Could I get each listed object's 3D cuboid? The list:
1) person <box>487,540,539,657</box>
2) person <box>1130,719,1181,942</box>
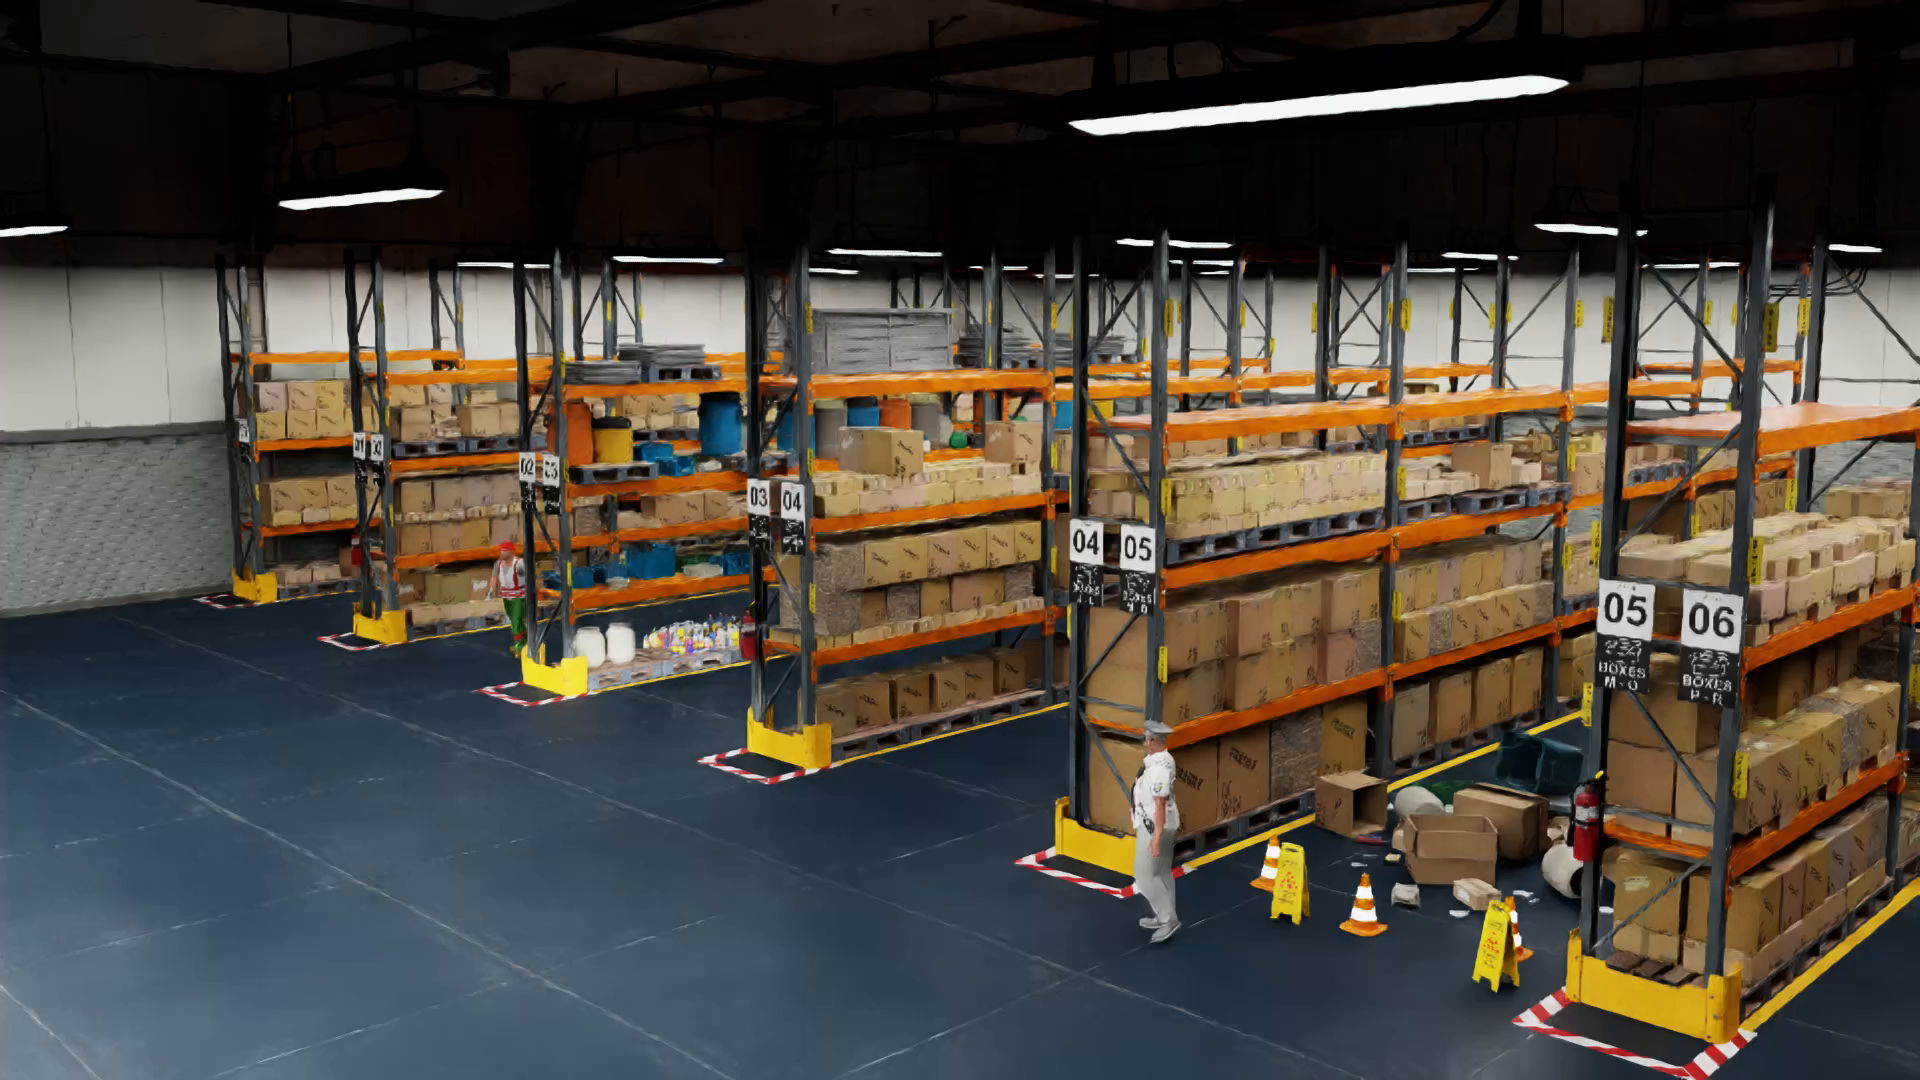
[{"bbox_3d":[-6.568,0.840,24.508,0.675,1.722,0.793,4,9,25],"label":"person"},{"bbox_3d":[1.620,2.368,13.656,0.442,1.751,0.659,2,8,13],"label":"person"}]
